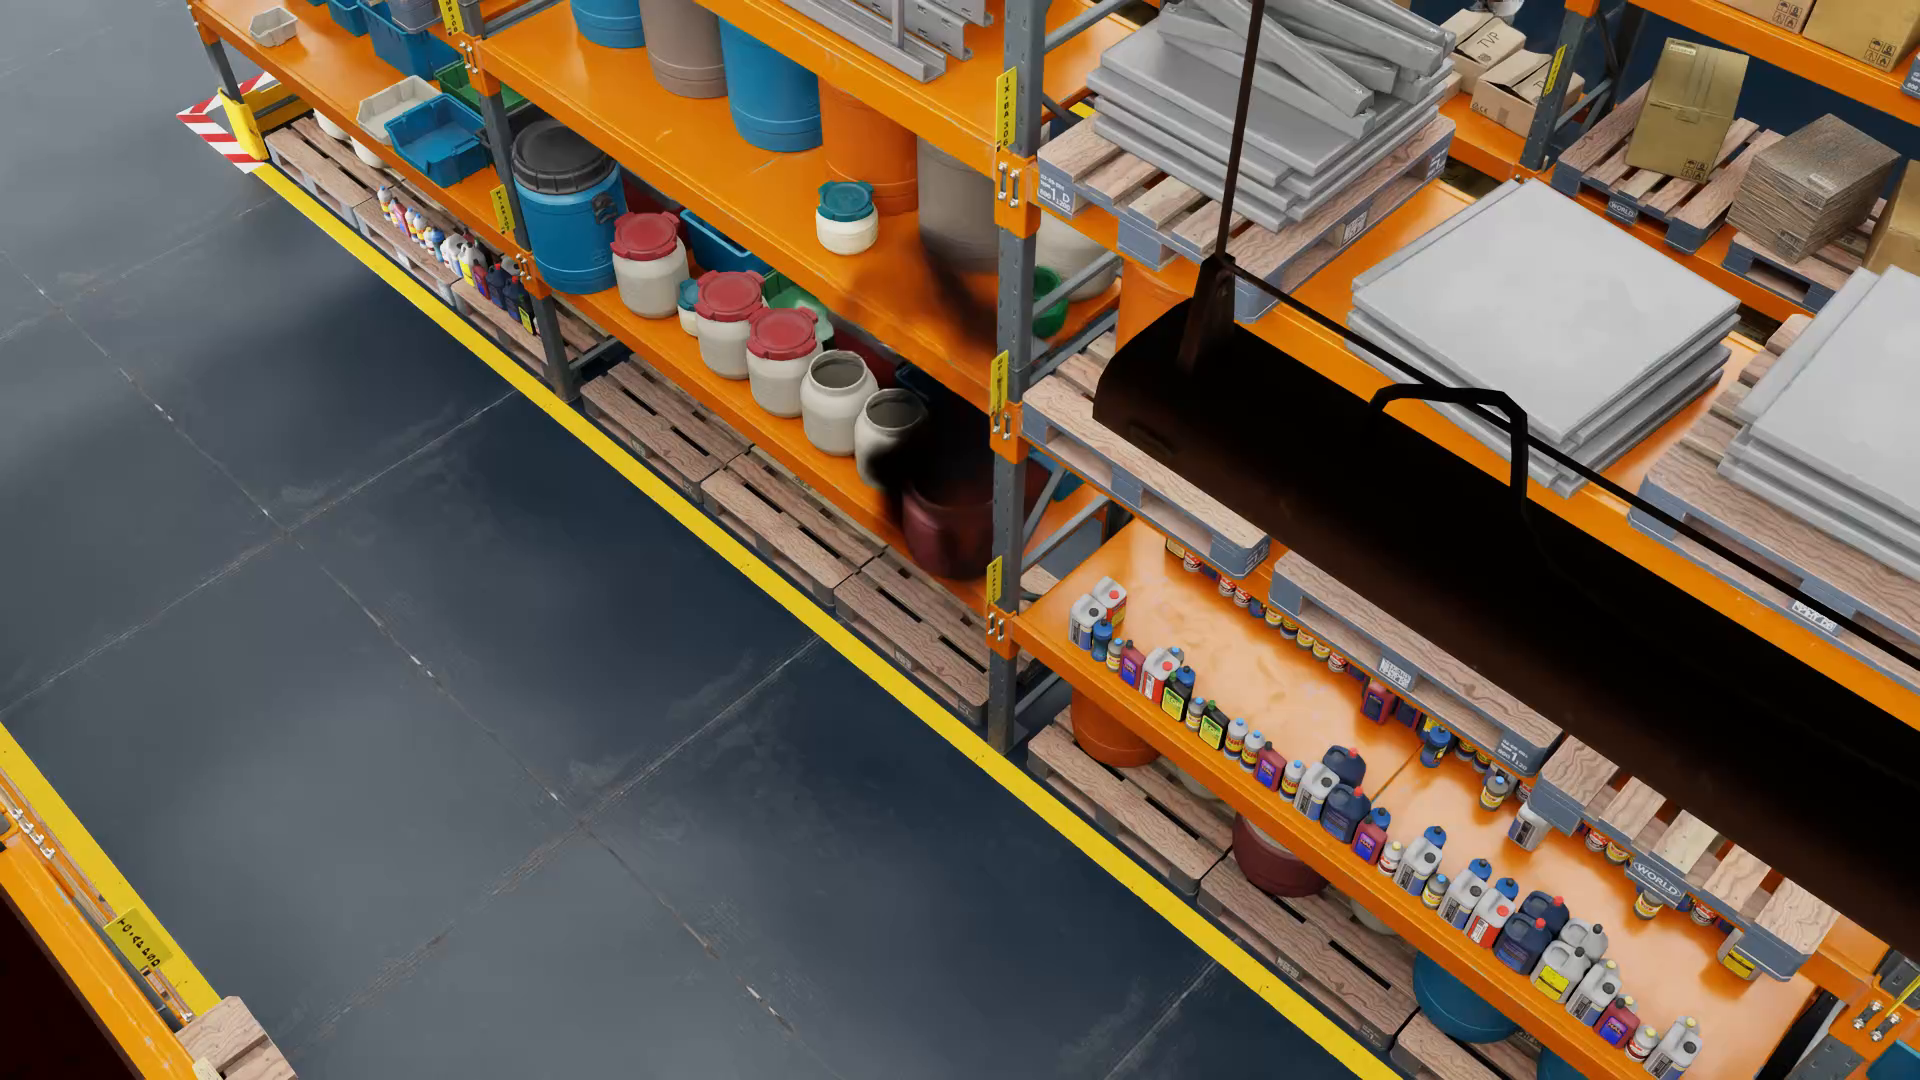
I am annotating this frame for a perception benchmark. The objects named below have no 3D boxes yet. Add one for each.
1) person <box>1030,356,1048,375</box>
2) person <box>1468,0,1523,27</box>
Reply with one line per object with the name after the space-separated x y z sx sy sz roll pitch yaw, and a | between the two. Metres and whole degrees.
0.370 -1.705 10.313 0.633 1.781 0.702 34 58 25 | person
4.113 -4.030 12.707 0.819 1.694 0.516 26 55 20 | person
